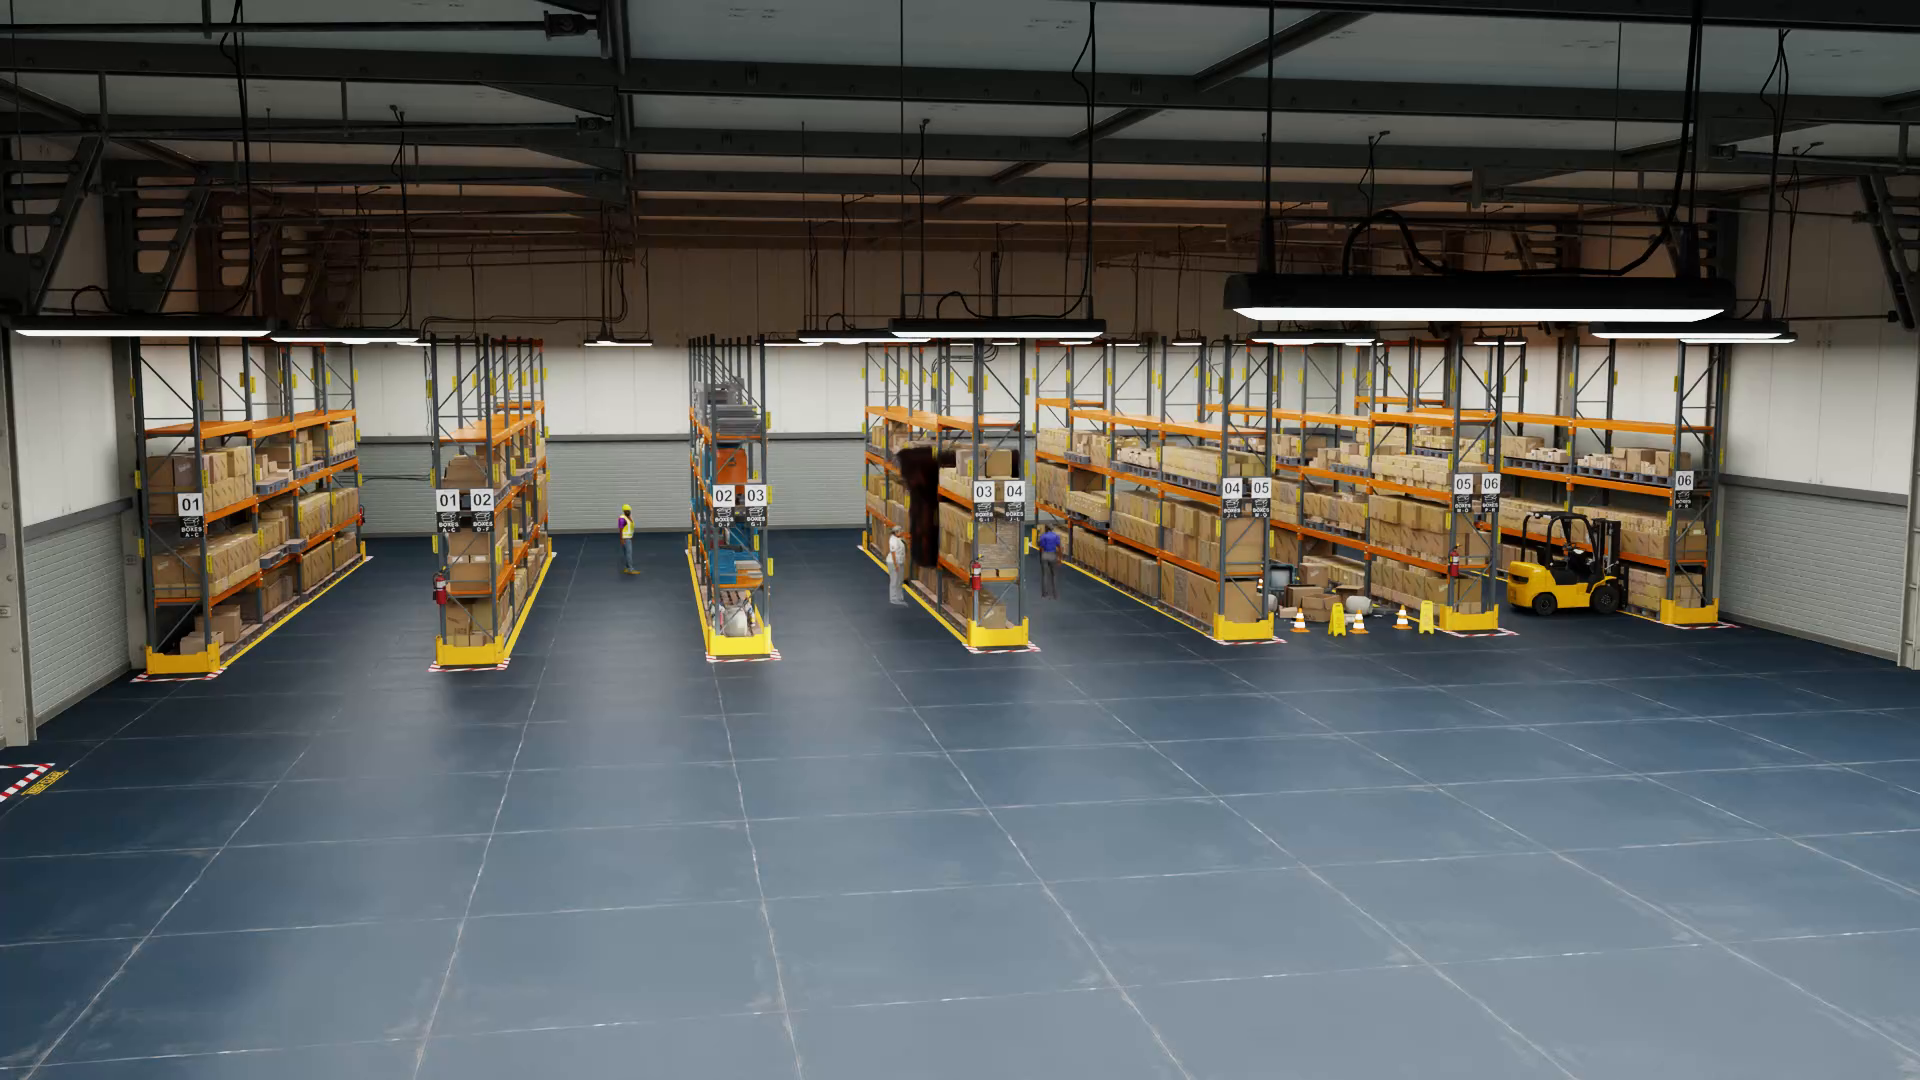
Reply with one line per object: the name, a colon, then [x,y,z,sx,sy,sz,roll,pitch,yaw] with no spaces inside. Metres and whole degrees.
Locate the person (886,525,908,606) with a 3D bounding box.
person: [-1.366,0.568,35.602,0.399,1.757,0.516,3,7,22]

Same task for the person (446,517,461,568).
person: [-12.999,-0.074,43.016,0.580,1.756,0.558,0,7,-2]

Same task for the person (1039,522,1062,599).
person: [1.984,0.467,36.413,0.507,1.736,0.619,2,7,16]

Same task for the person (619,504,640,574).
person: [-8.444,-0.036,42.608,0.564,1.762,0.587,0,7,1]
